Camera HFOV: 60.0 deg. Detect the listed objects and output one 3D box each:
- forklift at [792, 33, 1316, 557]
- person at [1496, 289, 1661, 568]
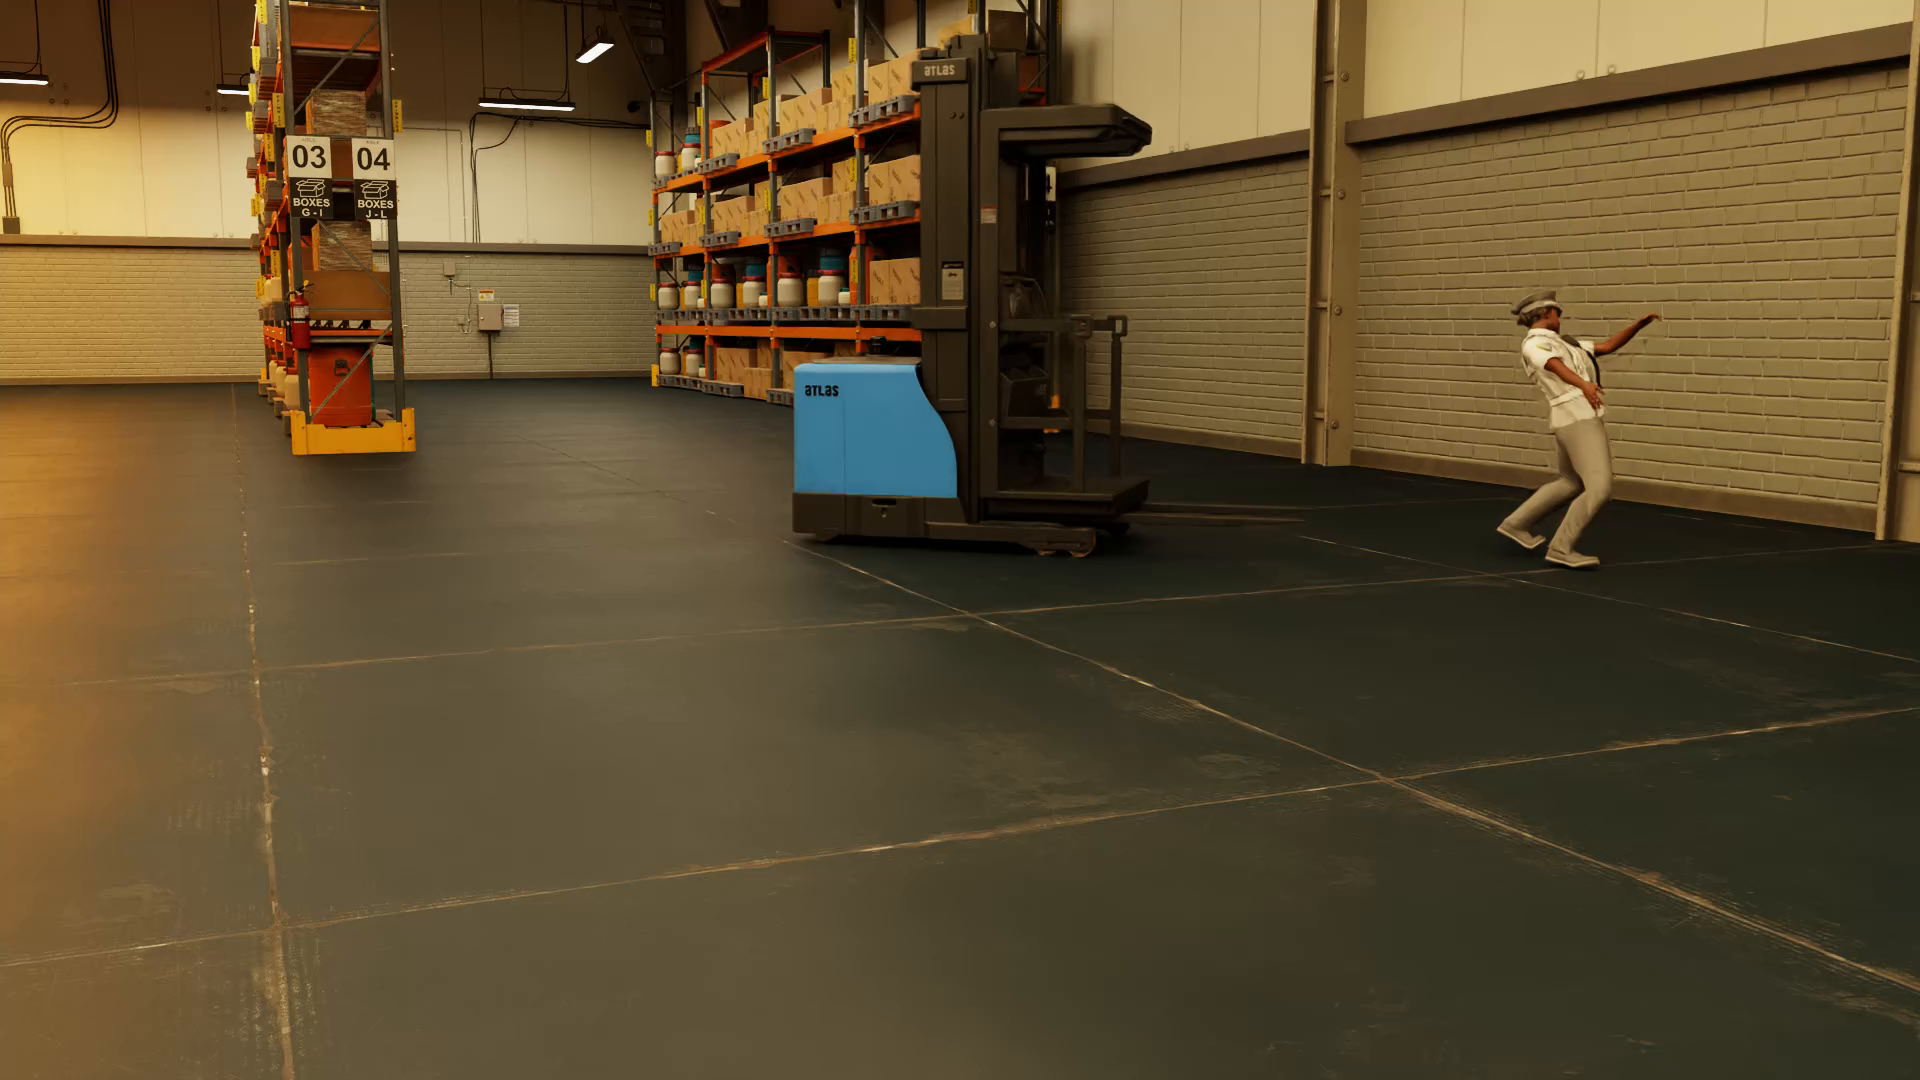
[{"bbox_3d":[0.565,-1.434,9.815,3.031,2.935,1.130,2,8,17],"label":"forklift"},{"bbox_3d":[3.341,-0.604,8.963,0.767,1.488,0.926,2,8,17],"label":"person"}]
